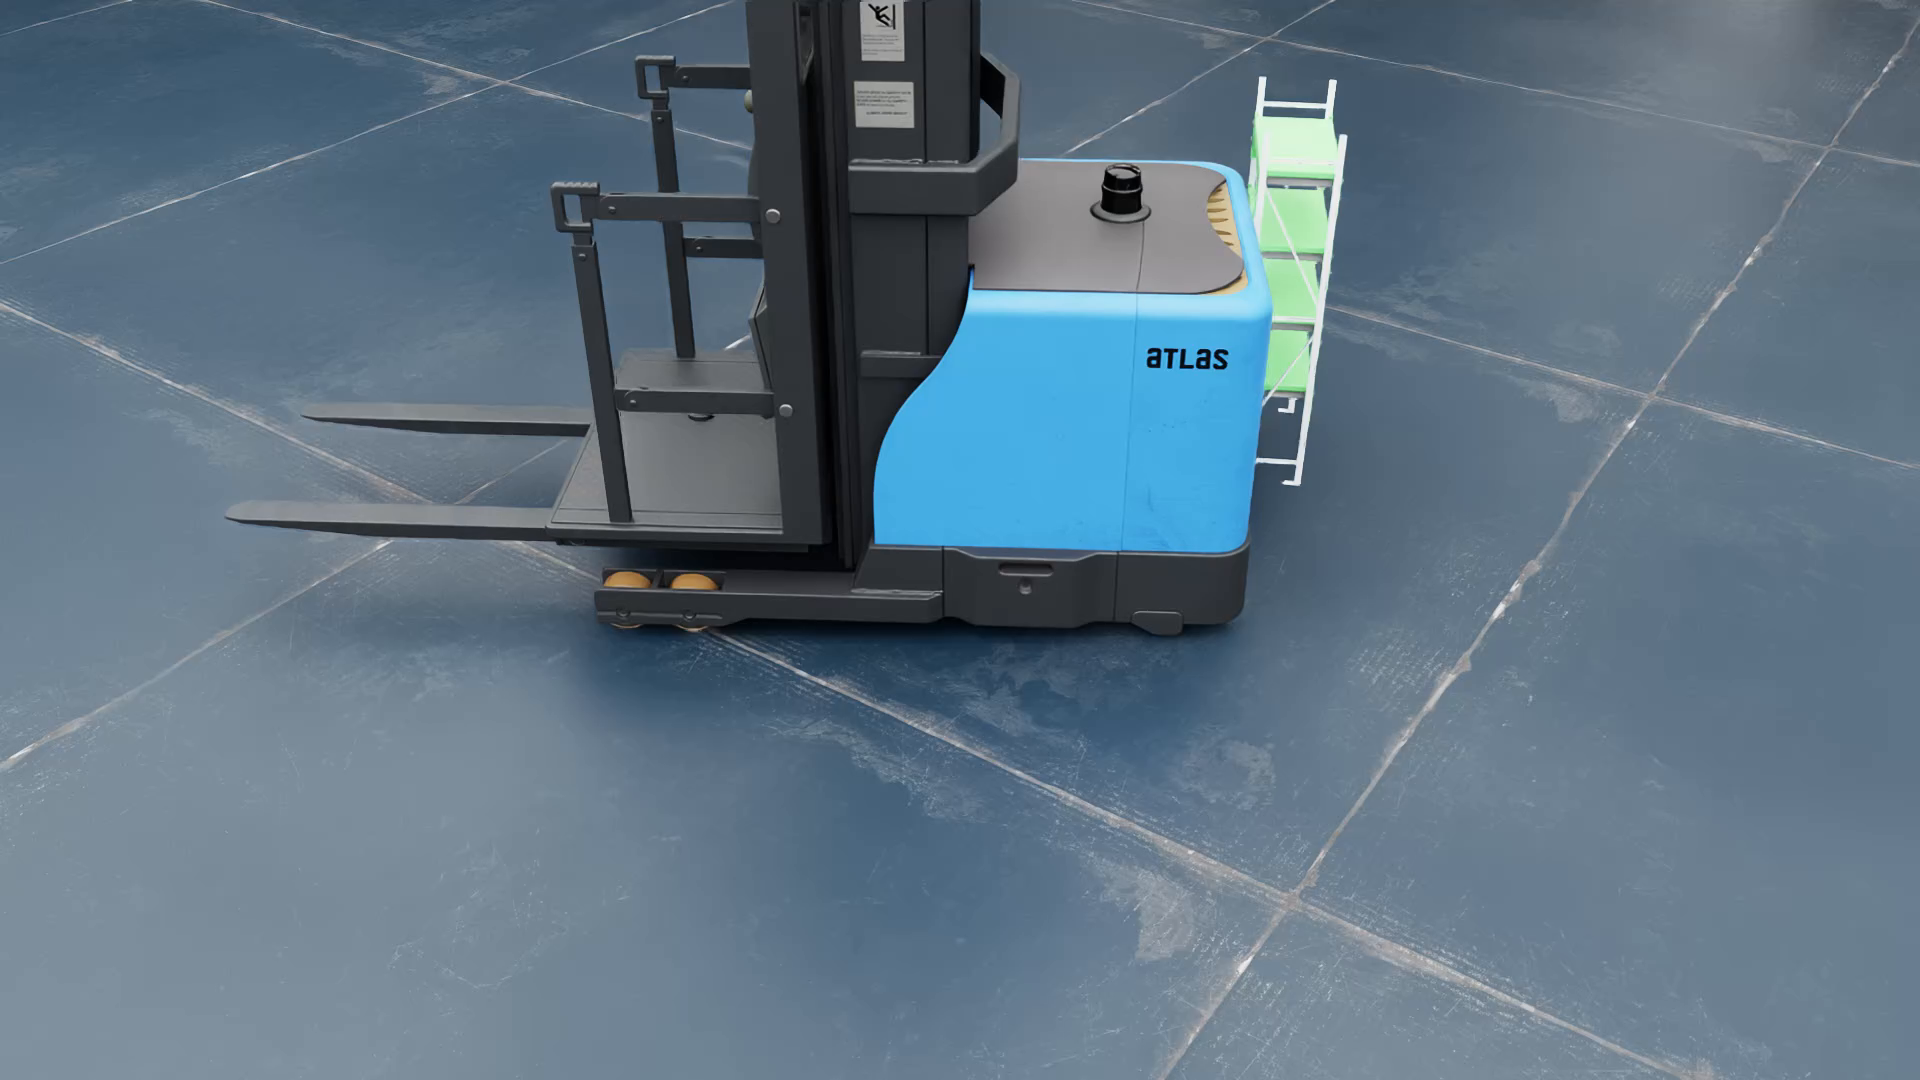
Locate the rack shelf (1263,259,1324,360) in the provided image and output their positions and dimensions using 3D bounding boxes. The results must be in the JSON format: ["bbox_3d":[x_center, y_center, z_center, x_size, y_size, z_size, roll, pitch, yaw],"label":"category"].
[{"bbox_3d":[1.040,-0.772,5.435,0.258,0.148,0.480,4,34,6],"label":"rack shelf"}]

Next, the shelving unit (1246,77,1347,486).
[{"bbox_3d":[1.040,-0.825,5.399,0.258,1.200,0.503,4,34,6],"label":"shelving unit"}]

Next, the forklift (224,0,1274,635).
[{"bbox_3d":[-0.667,-1.244,4.473,3.031,2.935,1.130,2,34,2],"label":"forklift"}]

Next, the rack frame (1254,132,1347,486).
[{"bbox_3d":[1.010,-0.689,5.198,0.240,1.200,0.015,4,34,6],"label":"rack frame"}]

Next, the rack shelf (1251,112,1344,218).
[{"bbox_3d":[1.040,-1.170,5.166,0.258,0.148,0.480,4,34,6],"label":"rack shelf"}]

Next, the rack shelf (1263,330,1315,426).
[{"bbox_3d":[1.040,-0.573,5.569,0.258,0.148,0.480,4,34,6],"label":"rack shelf"}]

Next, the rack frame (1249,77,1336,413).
[{"bbox_3d":[1.069,-0.961,5.600,0.240,1.200,0.015,4,34,6],"label":"rack frame"}]

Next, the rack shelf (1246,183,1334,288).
[{"bbox_3d":[1.040,-0.971,5.300,0.258,0.148,0.480,4,34,6],"label":"rack shelf"}]
